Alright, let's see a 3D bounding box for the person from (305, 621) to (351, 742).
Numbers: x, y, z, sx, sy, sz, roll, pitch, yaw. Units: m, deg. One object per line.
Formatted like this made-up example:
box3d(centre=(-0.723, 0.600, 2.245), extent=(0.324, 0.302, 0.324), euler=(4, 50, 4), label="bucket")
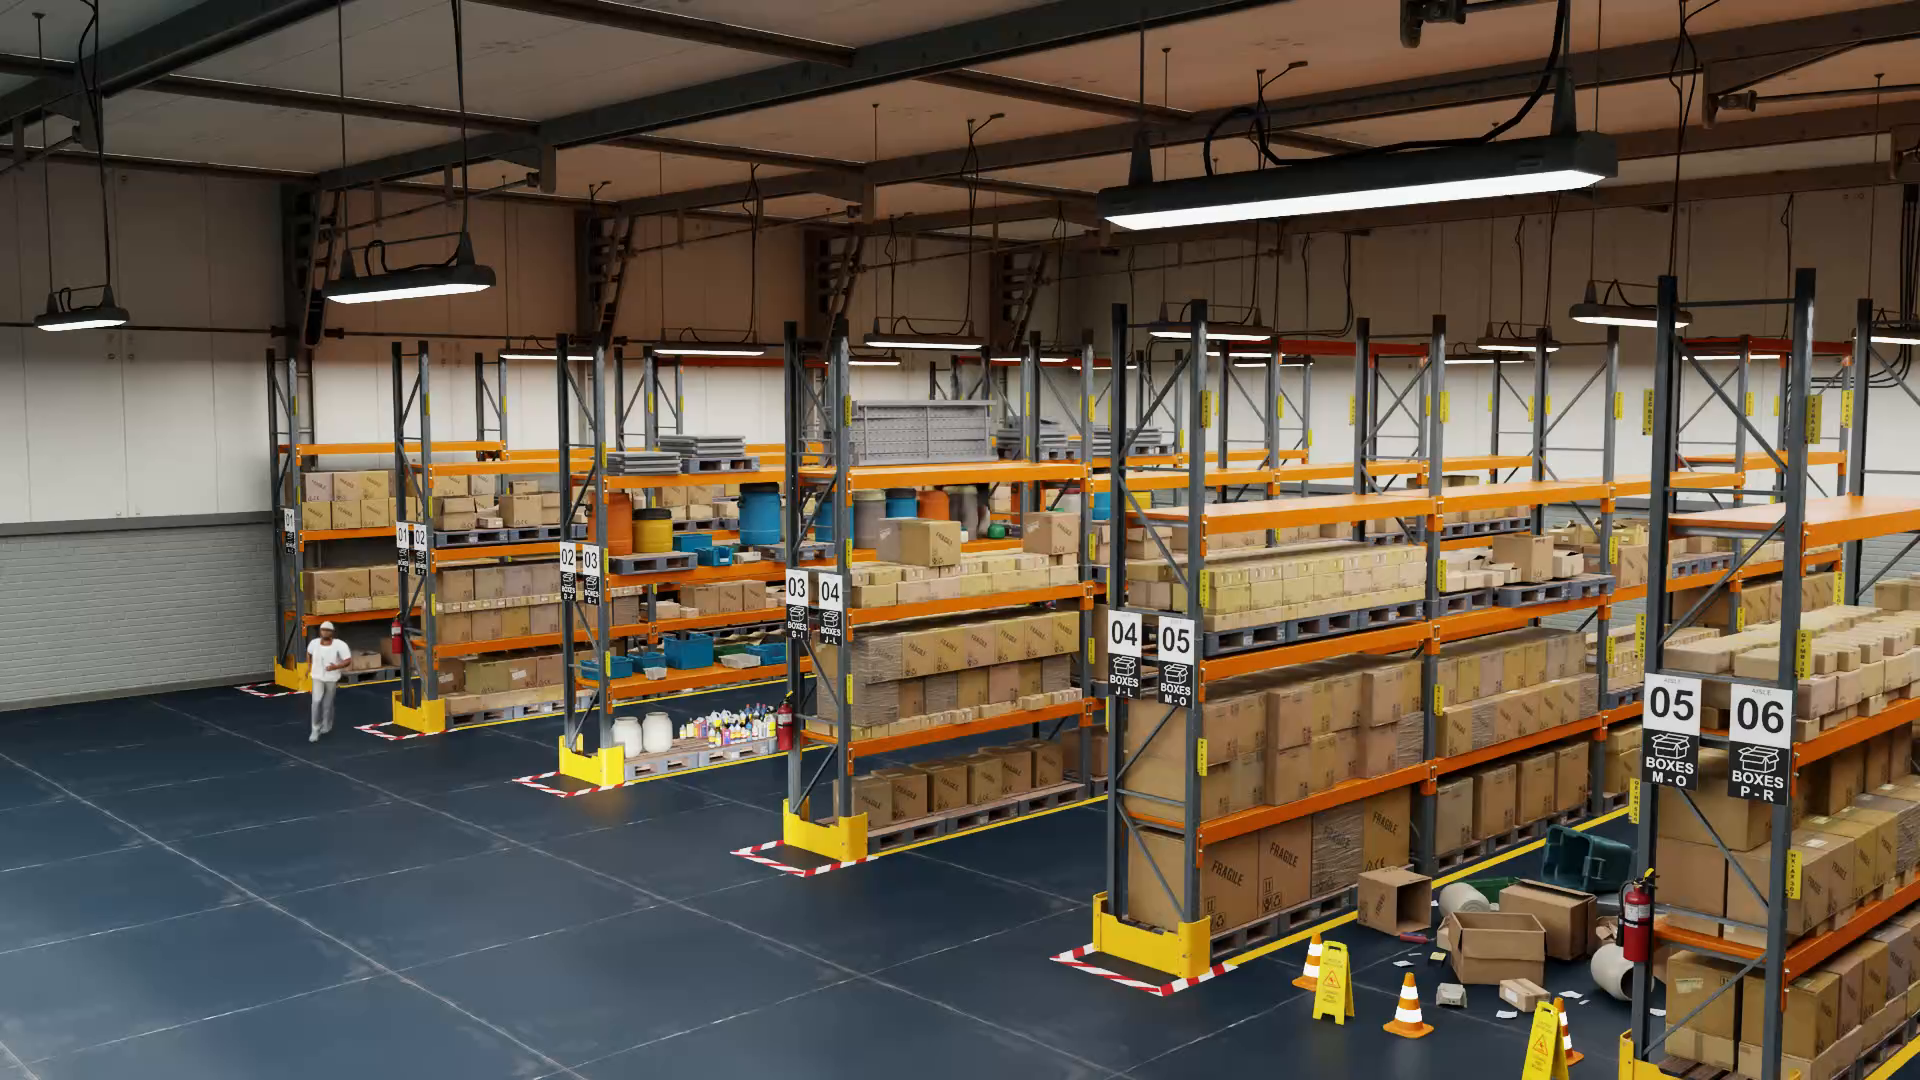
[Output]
box3d(centre=(-9.533, 2.097, 25.080), extent=(0.686, 1.757, 0.813), euler=(-1, 5, -11), label="person")
